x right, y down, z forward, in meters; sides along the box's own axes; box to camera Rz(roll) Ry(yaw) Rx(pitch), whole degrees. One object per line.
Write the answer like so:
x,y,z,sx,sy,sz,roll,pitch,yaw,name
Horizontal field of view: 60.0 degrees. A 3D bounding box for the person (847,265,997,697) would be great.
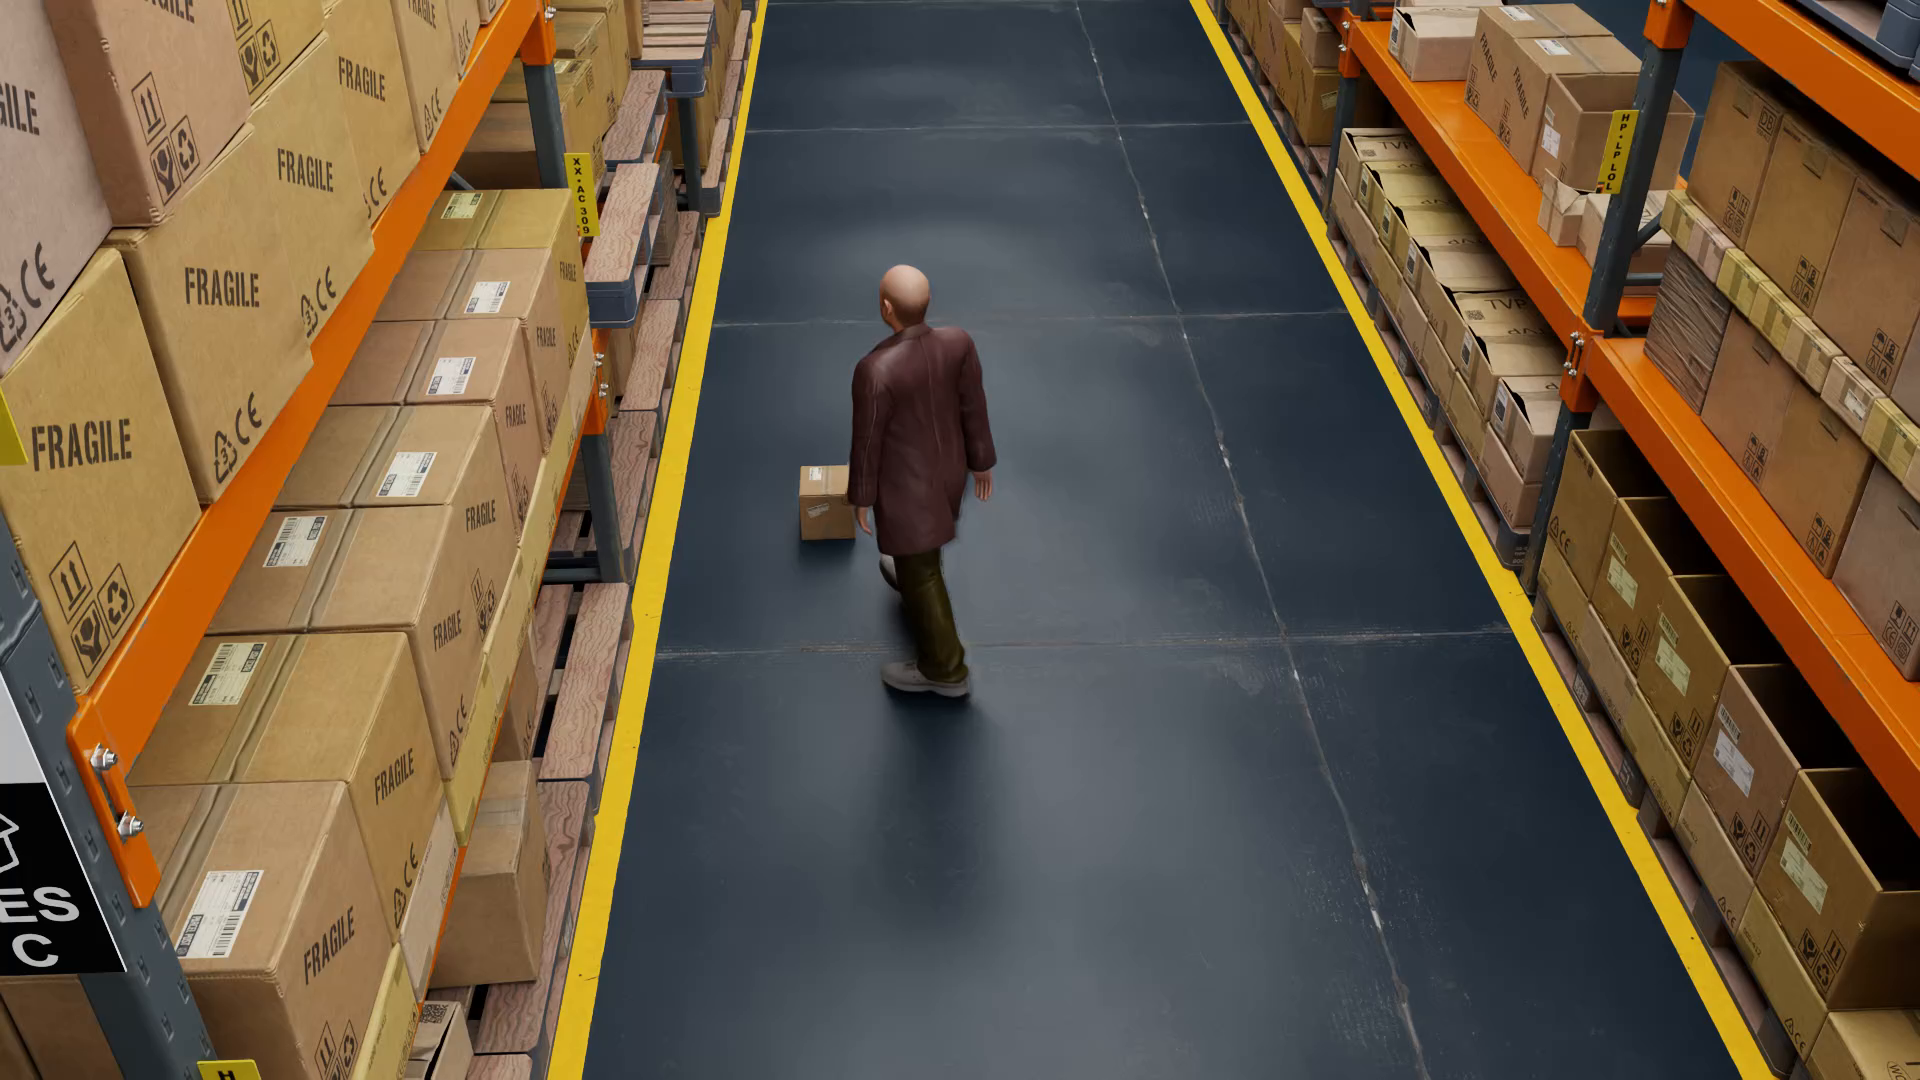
-0.229,-0.281,6.540,0.616,1.754,0.857,-27,43,-33,person
